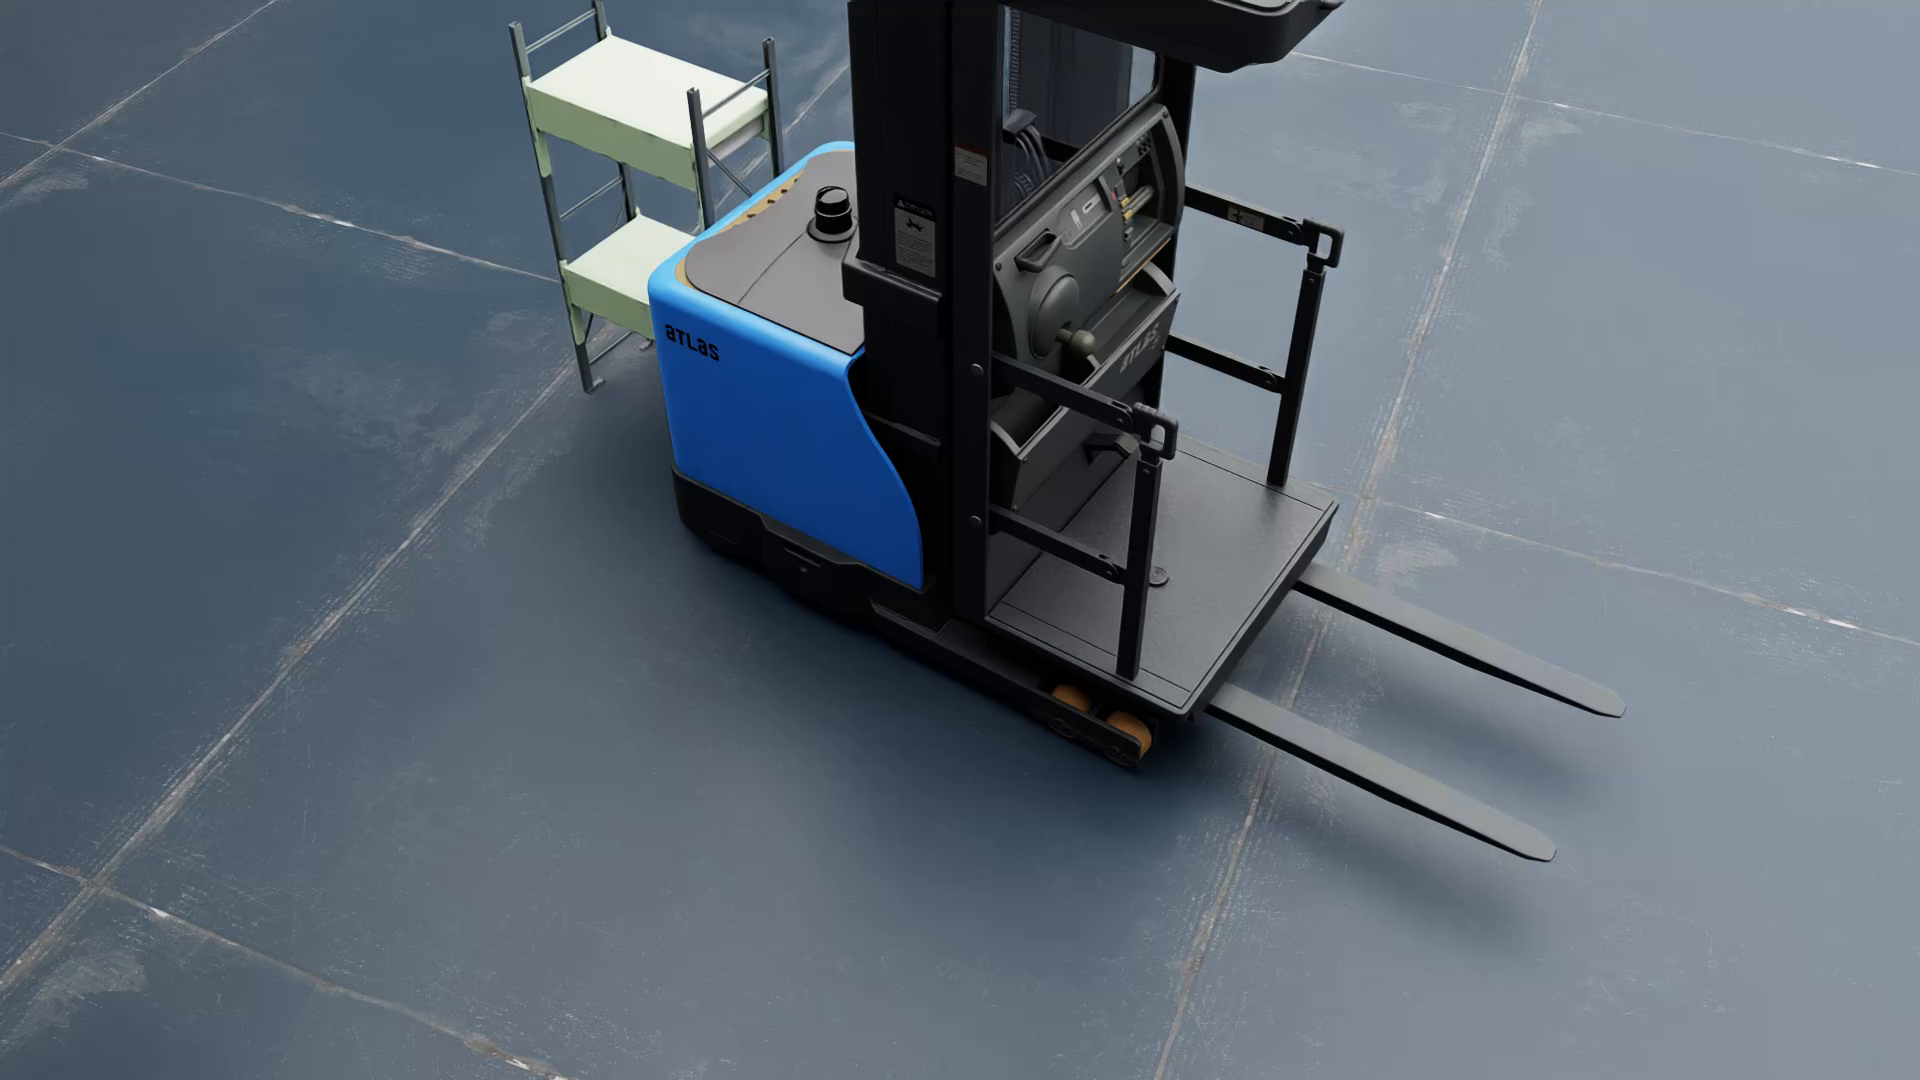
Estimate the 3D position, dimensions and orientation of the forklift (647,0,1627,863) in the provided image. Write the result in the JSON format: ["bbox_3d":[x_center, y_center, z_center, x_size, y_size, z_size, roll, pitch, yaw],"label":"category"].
[{"bbox_3d":[0.539,-0.786,4.462,3.031,2.935,1.130,25,50,23],"label":"forklift"}]

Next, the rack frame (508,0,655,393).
[{"bbox_3d":[-1.309,-1.209,5.901,0.023,1.500,0.400,25,50,23],"label":"rack frame"}]

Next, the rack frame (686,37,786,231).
[{"bbox_3d":[-0.700,-0.923,5.614,0.023,1.500,0.400,25,50,23],"label":"rack frame"}]

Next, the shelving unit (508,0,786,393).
[{"bbox_3d":[-1.004,-1.066,5.758,0.755,1.500,0.431,25,50,23],"label":"shelving unit"}]

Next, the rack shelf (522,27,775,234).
[{"bbox_3d":[-1.004,-1.343,5.483,0.720,0.370,0.431,25,50,23],"label":"rack shelf"}]

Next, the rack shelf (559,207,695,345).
[{"bbox_3d":[-1.004,-0.835,5.988,0.720,0.370,0.431,25,50,23],"label":"rack shelf"}]
